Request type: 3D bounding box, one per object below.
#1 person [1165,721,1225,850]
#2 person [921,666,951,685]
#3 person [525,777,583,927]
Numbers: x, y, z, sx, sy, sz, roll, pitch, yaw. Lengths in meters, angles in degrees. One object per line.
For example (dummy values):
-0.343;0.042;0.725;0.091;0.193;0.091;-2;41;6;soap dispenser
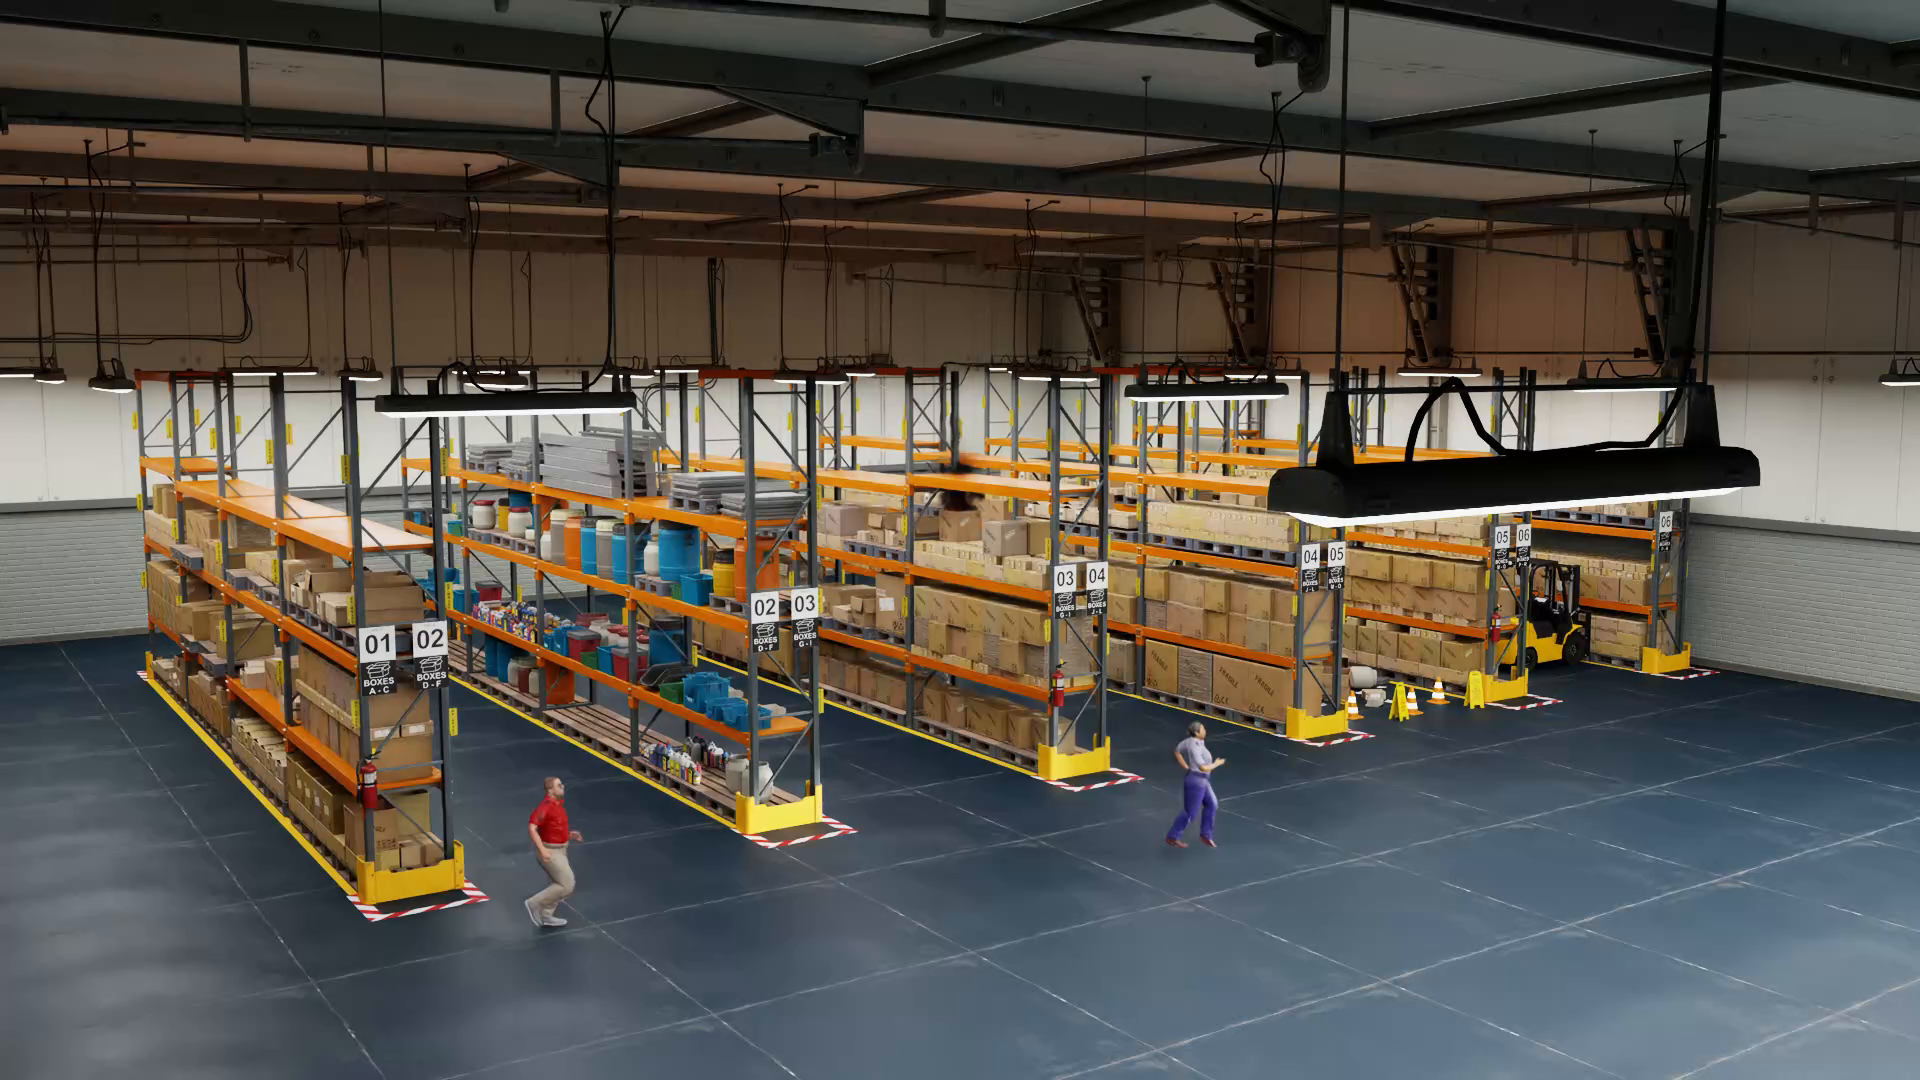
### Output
2.982;3.141;21.125;0.755;1.712;0.577;0;6;3;person
-0.409;1.971;31.567;0.552;1.578;0.851;-5;8;-39;person
-4.470;3.437;18.308;0.611;1.687;0.675;0;6;-4;person
